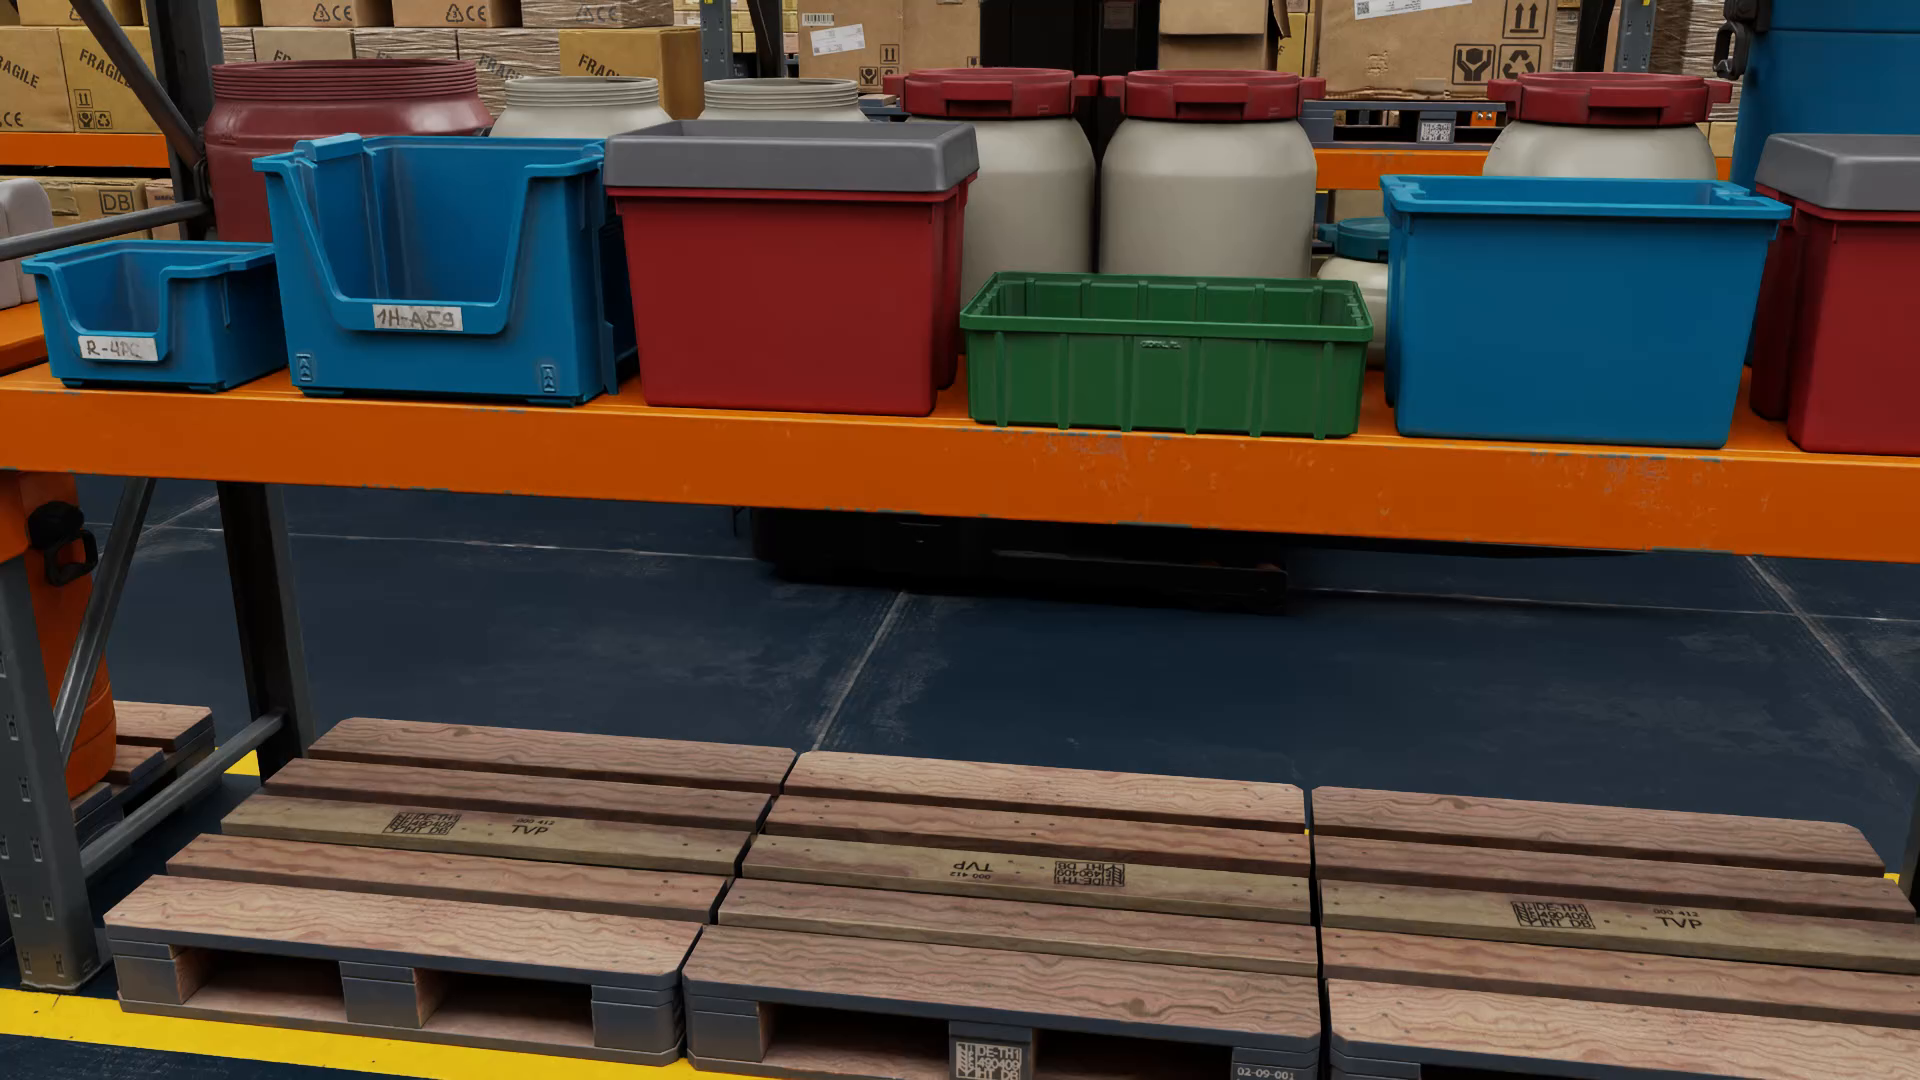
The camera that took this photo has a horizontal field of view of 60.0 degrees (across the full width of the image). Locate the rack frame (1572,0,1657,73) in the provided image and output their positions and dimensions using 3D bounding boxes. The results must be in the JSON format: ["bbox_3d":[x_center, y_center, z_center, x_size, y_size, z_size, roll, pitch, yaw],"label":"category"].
[{"bbox_3d":[2.909,-1.984,7.504,0.127,3.000,1.000,3,19,9],"label":"rack frame"}]

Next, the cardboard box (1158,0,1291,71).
[{"bbox_3d":[1.183,-2.290,7.596,0.637,0.503,0.797,5,19,14],"label":"cardboard box"}]

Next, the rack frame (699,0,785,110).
[{"bbox_3d":[-1.040,-2.185,8.106,0.127,3.000,1.000,3,19,9],"label":"rack frame"}]

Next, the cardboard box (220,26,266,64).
[{"bbox_3d":[-3.585,-2.282,8.238,0.500,0.500,0.500,2,19,7],"label":"cardboard box"}]

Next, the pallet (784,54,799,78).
[{"bbox_3d":[-0.874,-3.645,12.773,1.003,0.211,1.213,3,19,9],"label":"pallet"}]

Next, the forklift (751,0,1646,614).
[{"bbox_3d":[0.829,-1.327,5.649,3.031,2.935,1.130,3,19,10],"label":"forklift"}]

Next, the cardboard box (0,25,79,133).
[{"bbox_3d":[-4.575,-2.332,8.389,0.500,0.500,0.500,3,19,9],"label":"cardboard box"}]

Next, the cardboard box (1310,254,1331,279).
[{"bbox_3d":[1.838,-1.074,8.033,0.500,0.500,0.700,3,19,8],"label":"cardboard box"}]

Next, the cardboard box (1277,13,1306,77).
[{"bbox_3d":[2.240,-3.573,12.098,0.500,0.500,0.500,3,19,9],"label":"cardboard box"}]

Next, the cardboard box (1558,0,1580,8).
[{"bbox_3d":[4.154,-4.086,11.850,0.550,0.550,0.875,3,19,9],"label":"cardboard box"}]

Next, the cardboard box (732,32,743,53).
[{"bbox_3d":[-1.724,-3.747,12.509,0.250,0.149,0.380,2,19,6],"label":"cardboard box"}]

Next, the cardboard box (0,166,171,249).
[{"bbox_3d":[-4.355,-1.552,8.901,0.875,0.875,1.225,3,19,9],"label":"cardboard box"}]

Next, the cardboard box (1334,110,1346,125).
[{"bbox_3d":[4.748,-5.739,21.810,0.625,0.625,0.875,4,19,11],"label":"cardboard box"}]

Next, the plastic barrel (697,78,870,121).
[{"bbox_3d":[-0.361,-0.680,3.433,0.421,0.512,0.421,0,18,0],"label":"plastic barrel"}]

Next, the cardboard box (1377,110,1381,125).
[{"bbox_3d":[5.776,-5.578,21.917,0.500,0.250,0.500,3,19,9],"label":"cardboard box"}]

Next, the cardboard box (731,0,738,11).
[{"bbox_3d":[-1.718,-4.030,12.416,0.250,0.149,0.380,3,19,9],"label":"cardboard box"}]

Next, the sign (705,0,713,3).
[{"bbox_3d":[-1.125,-2.560,7.402,0.005,0.325,0.100,3,19,9],"label":"sign"}]

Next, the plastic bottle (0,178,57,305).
[{"bbox_3d":[-2.202,-0.697,3.856,0.135,0.276,0.152,3,19,9],"label":"plastic bottle"}]

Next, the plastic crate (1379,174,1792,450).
[{"bbox_3d":[0.985,-0.382,2.744,0.575,0.384,0.392,3,19,9],"label":"plastic crate"}]

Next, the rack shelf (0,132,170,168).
[{"bbox_3d":[-3.015,-1.944,8.521,4.000,0.370,1.077,3,19,9],"label":"rack shelf"}]

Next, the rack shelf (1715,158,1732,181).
[{"bbox_3d":[4.884,-1.542,7.318,4.000,0.370,1.077,3,19,9],"label":"rack shelf"}]

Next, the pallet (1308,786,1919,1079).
[{"bbox_3d":[1.342,0.863,3.391,1.213,0.211,1.003,3,19,9],"label":"pallet"}]

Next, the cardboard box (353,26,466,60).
[{"bbox_3d":[-2.571,-2.232,8.088,0.500,0.500,0.500,2,19,7],"label":"cardboard box"}]

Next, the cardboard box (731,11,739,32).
[{"bbox_3d":[-1.730,-3.888,12.462,0.250,0.149,0.380,3,19,8],"label":"cardboard box"}]

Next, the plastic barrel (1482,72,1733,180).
[{"bbox_3d":[1.214,-0.613,3.194,0.433,0.535,0.433,0,18,0],"label":"plastic barrel"}]

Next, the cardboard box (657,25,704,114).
[{"bbox_3d":[-1.477,-2.342,8.418,0.500,0.500,0.500,3,19,10],"label":"cardboard box"}]

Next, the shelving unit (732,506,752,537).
[{"bbox_3d":[-0.749,-0.612,6.240,0.189,1.200,0.258,3,19,10],"label":"shelving unit"}]

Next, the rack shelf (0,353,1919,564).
[{"bbox_3d":[0.149,-0.191,3.282,4.000,0.370,1.077,3,19,9],"label":"rack shelf"}]

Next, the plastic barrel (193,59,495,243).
[{"bbox_3d":[-1.320,-0.769,3.661,0.708,0.536,0.600,3,19,9],"label":"plastic barrel"}]

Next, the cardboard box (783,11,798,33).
[{"bbox_3d":[-1.238,-3.862,12.385,0.250,0.149,0.380,3,19,10],"label":"cardboard box"}]

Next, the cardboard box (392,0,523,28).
[{"bbox_3d":[-2.403,-2.784,8.157,0.637,0.503,0.797,3,19,10],"label":"cardboard box"}]

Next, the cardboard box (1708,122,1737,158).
[{"bbox_3d":[3.318,-1.743,7.180,0.250,0.149,0.380,3,19,9],"label":"cardboard box"}]

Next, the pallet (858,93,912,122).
[{"bbox_3d":[-0.320,-2.092,8.129,1.003,0.211,1.213,3,19,9],"label":"pallet"}]

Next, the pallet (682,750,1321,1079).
[{"bbox_3d":[0.134,0.802,3.572,1.213,0.211,1.003,3,19,9],"label":"pallet"}]

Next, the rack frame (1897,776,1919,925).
[{"bbox_3d":[2.123,-0.432,2.867,0.127,3.000,1.000,3,19,9],"label":"rack frame"}]

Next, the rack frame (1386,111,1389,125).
[{"bbox_3d":[4.481,-5.088,16.783,0.127,3.000,1.000,3,19,9],"label":"rack frame"}]

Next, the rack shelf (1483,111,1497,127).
[{"bbox_3d":[5.770,-3.091,11.947,4.000,0.370,1.077,3,19,9],"label":"rack shelf"}]

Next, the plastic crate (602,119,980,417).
[{"bbox_3d":[-0.279,-0.486,2.929,0.583,0.464,0.402,3,19,9],"label":"plastic crate"}]

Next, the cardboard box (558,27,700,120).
[{"bbox_3d":[-1.567,-2.180,7.932,0.500,0.500,0.500,4,19,10],"label":"cardboard box"}]

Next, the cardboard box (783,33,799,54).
[{"bbox_3d":[-1.213,-3.720,12.429,0.250,0.149,0.380,3,19,10],"label":"cardboard box"}]

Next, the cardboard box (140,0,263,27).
[{"bbox_3d":[-3.682,-2.842,8.330,0.637,0.503,0.797,3,19,9],"label":"cardboard box"}]

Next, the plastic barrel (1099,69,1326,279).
[{"bbox_3d":[0.489,-0.650,3.305,0.433,0.535,0.433,0,18,0],"label":"plastic barrel"}]

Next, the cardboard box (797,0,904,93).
[{"bbox_3d":[-0.501,-2.417,7.980,0.500,0.500,0.500,1,19,2],"label":"cardboard box"}]

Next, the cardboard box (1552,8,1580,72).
[{"bbox_3d":[4.162,-3.589,12.065,0.550,0.550,0.875,3,19,9],"label":"cardboard box"}]

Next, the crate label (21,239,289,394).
[{"bbox_3d":[-1.469,-0.415,3.081,0.416,0.233,0.303,3,19,9],"label":"crate label"}]

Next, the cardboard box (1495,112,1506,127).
[{"bbox_3d":[4.405,-2.670,12.244,0.875,0.875,0.875,3,19,9],"label":"cardboard box"}]

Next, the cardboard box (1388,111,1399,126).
[{"bbox_3d":[4.228,-3.703,15.389,0.500,0.500,0.500,3,19,9],"label":"cardboard box"}]

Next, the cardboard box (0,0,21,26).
[{"bbox_3d":[-5.422,-2.916,8.877,0.500,0.500,0.500,3,19,9],"label":"cardboard box"}]

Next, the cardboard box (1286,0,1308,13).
[{"bbox_3d":[2.297,-4.128,12.180,0.500,0.500,0.700,3,19,9],"label":"cardboard box"}]

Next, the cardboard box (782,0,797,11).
[{"bbox_3d":[-1.217,-4.003,12.337,0.250,0.149,0.380,4,19,10],"label":"cardboard box"}]
